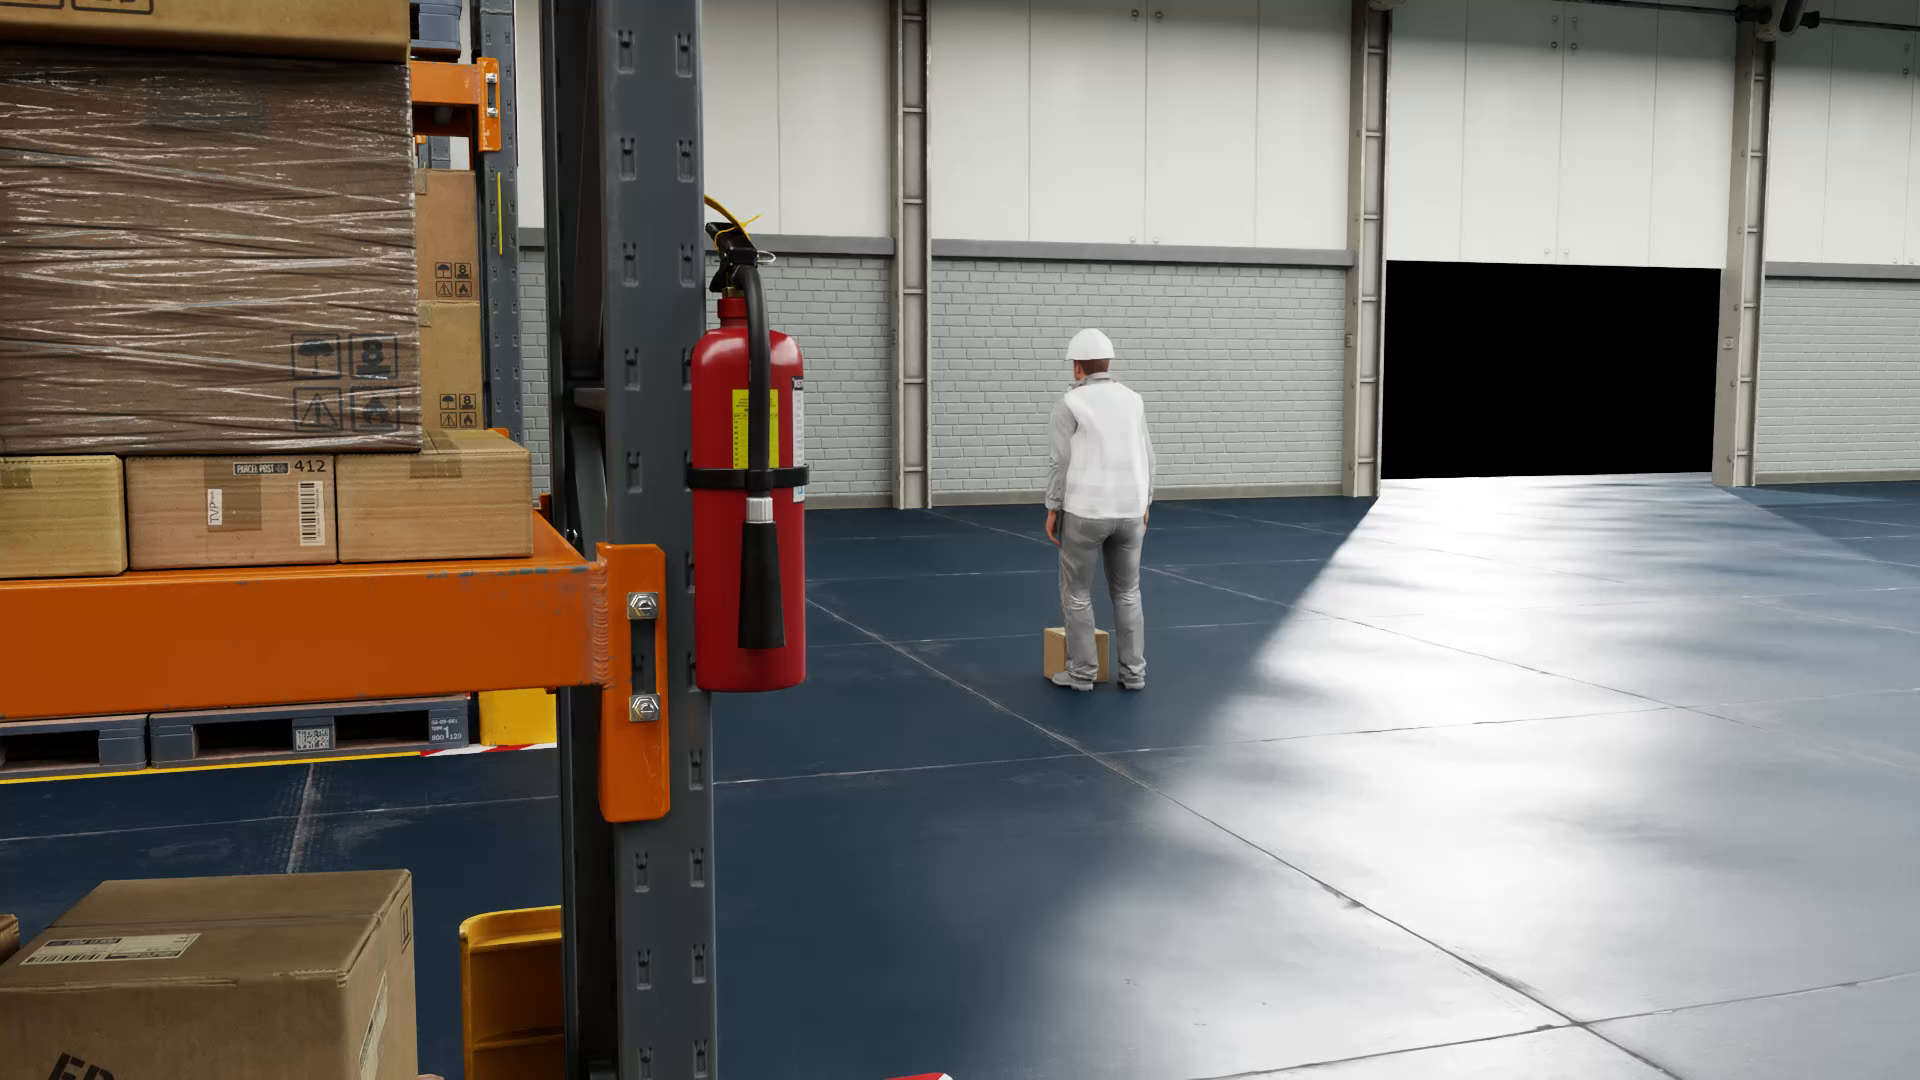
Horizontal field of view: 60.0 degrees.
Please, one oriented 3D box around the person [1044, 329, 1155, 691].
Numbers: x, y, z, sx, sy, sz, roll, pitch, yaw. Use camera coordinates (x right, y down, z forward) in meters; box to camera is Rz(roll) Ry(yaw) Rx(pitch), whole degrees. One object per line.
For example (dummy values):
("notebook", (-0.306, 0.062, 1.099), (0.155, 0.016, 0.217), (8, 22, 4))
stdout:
("person", (0.676, -0.144, 8.151), (0.587, 1.767, 0.476), (-2, 6, -22))
